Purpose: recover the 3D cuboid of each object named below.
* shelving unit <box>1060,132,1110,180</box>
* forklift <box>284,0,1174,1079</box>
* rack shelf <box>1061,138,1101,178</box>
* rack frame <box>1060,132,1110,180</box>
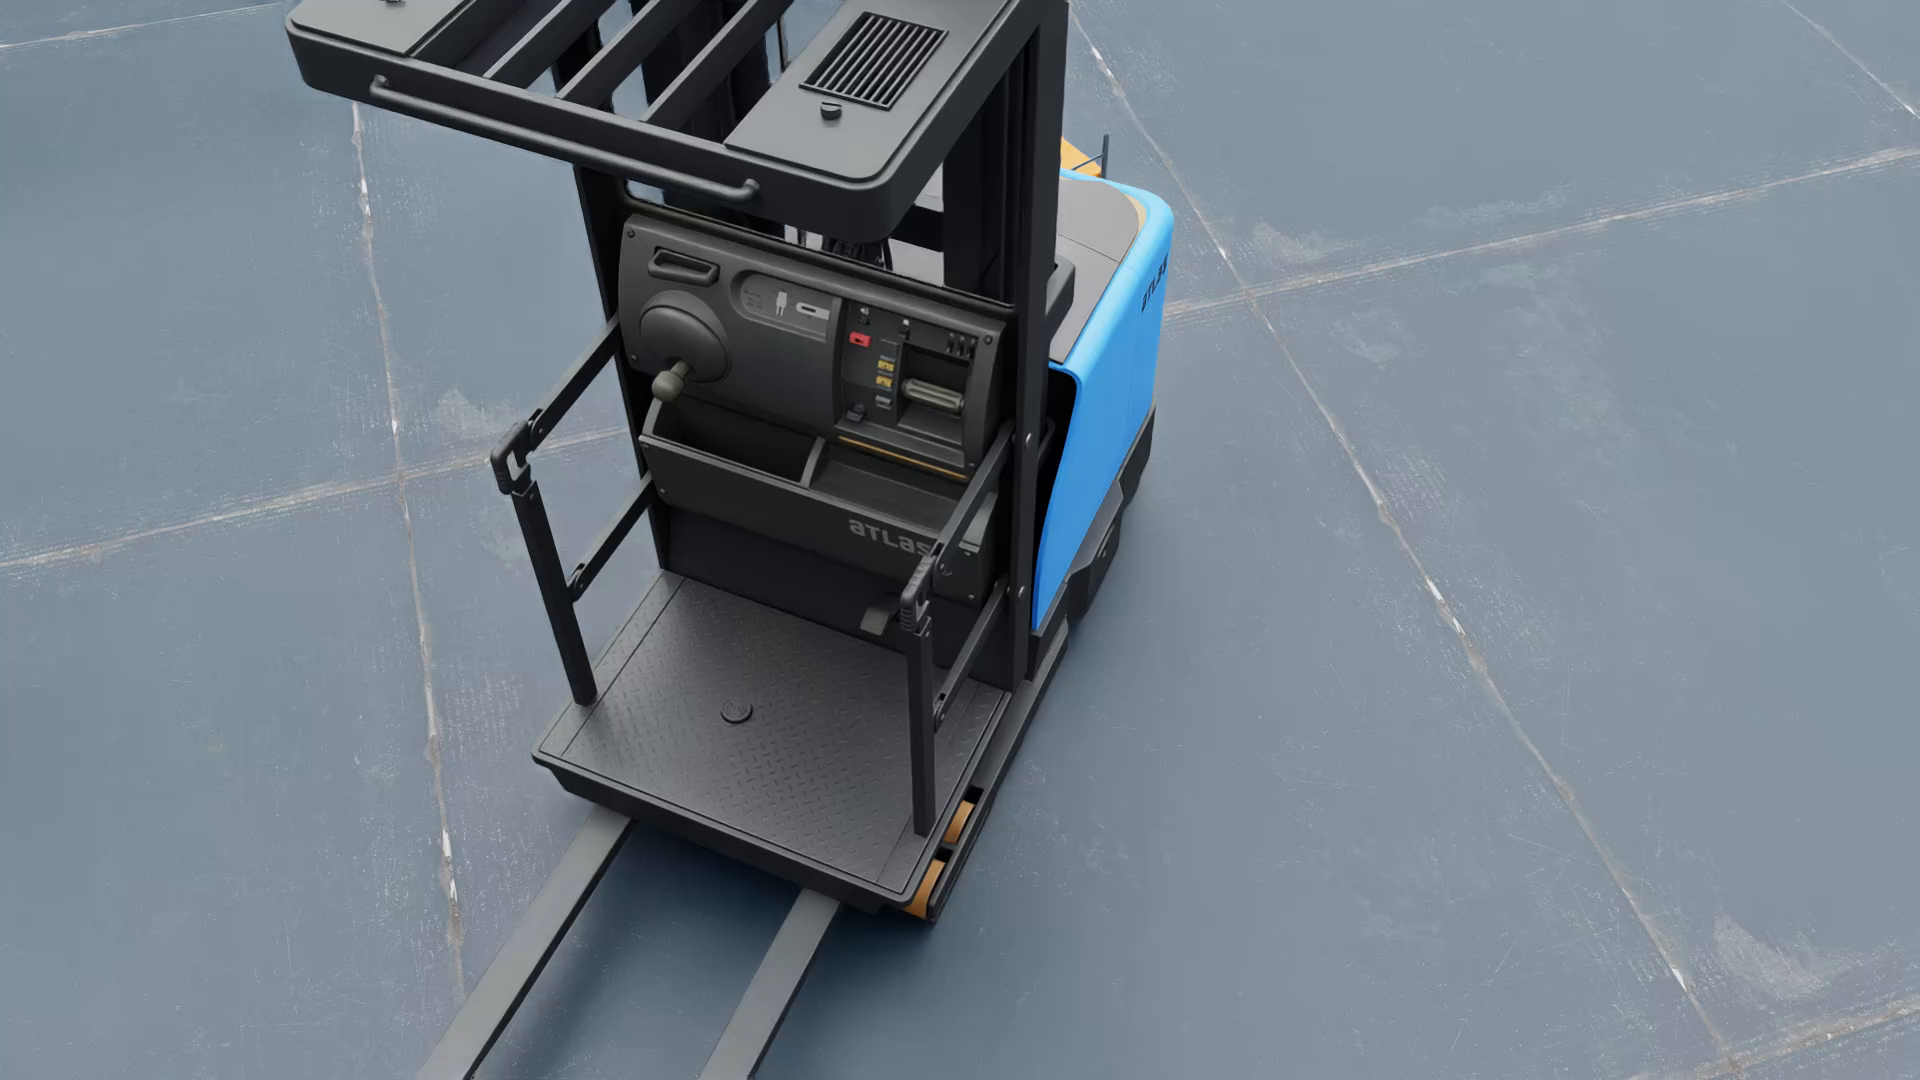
[{"bbox_3d":[0.284,-0.888,5.312,0.215,1.050,0.252,-30,56,-23],"label":"shelving unit"},{"bbox_3d":[-0.436,-0.329,3.610,1.130,2.935,3.031,18,52,15],"label":"forklift"},{"bbox_3d":[0.284,-1.064,5.103,0.215,0.259,0.240,-30,56,-23],"label":"rack shelf"},{"bbox_3d":[0.358,-0.813,5.249,0.200,1.050,0.008,-30,56,-23],"label":"rack frame"}]
